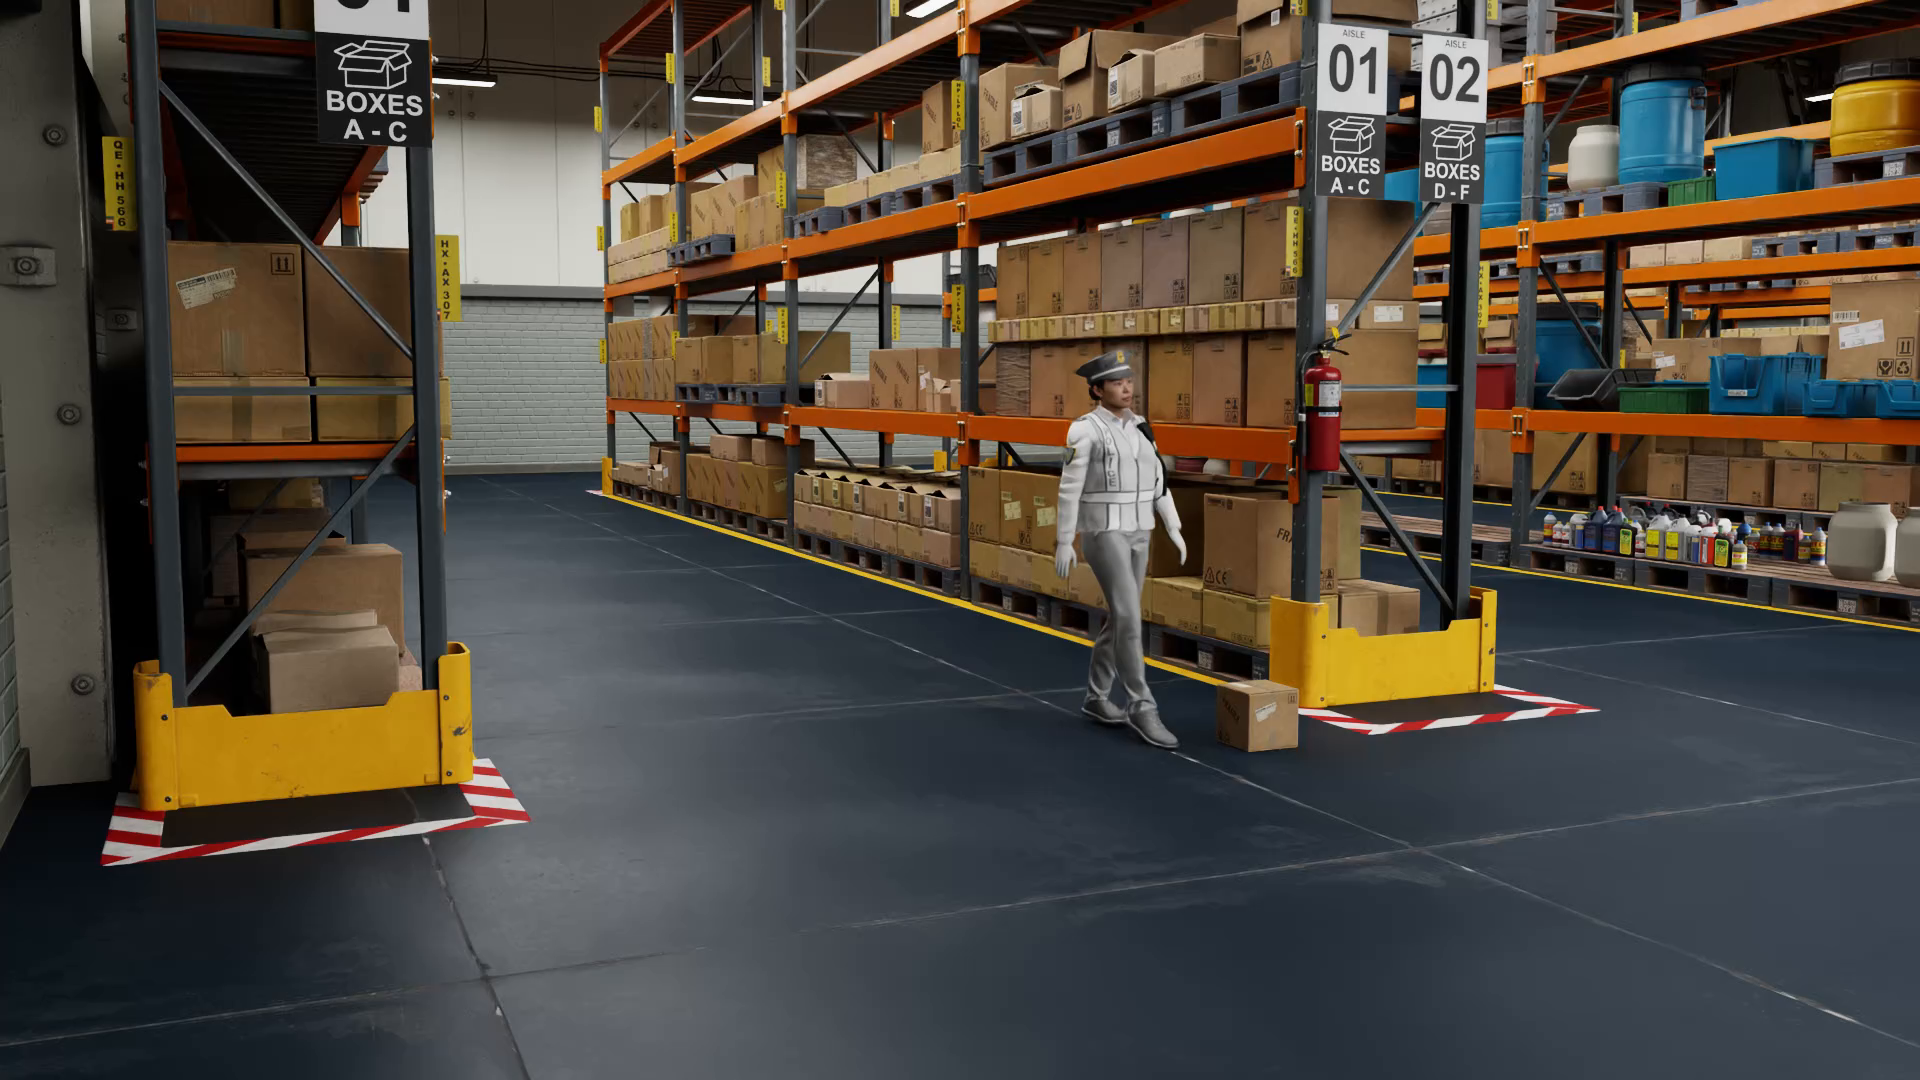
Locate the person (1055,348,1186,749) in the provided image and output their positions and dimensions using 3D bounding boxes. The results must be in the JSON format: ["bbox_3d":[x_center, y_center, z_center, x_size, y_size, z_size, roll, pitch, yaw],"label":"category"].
[{"bbox_3d":[0.785,0.012,7.272,0.540,1.692,0.669,-5,7,-41],"label":"person"}]
